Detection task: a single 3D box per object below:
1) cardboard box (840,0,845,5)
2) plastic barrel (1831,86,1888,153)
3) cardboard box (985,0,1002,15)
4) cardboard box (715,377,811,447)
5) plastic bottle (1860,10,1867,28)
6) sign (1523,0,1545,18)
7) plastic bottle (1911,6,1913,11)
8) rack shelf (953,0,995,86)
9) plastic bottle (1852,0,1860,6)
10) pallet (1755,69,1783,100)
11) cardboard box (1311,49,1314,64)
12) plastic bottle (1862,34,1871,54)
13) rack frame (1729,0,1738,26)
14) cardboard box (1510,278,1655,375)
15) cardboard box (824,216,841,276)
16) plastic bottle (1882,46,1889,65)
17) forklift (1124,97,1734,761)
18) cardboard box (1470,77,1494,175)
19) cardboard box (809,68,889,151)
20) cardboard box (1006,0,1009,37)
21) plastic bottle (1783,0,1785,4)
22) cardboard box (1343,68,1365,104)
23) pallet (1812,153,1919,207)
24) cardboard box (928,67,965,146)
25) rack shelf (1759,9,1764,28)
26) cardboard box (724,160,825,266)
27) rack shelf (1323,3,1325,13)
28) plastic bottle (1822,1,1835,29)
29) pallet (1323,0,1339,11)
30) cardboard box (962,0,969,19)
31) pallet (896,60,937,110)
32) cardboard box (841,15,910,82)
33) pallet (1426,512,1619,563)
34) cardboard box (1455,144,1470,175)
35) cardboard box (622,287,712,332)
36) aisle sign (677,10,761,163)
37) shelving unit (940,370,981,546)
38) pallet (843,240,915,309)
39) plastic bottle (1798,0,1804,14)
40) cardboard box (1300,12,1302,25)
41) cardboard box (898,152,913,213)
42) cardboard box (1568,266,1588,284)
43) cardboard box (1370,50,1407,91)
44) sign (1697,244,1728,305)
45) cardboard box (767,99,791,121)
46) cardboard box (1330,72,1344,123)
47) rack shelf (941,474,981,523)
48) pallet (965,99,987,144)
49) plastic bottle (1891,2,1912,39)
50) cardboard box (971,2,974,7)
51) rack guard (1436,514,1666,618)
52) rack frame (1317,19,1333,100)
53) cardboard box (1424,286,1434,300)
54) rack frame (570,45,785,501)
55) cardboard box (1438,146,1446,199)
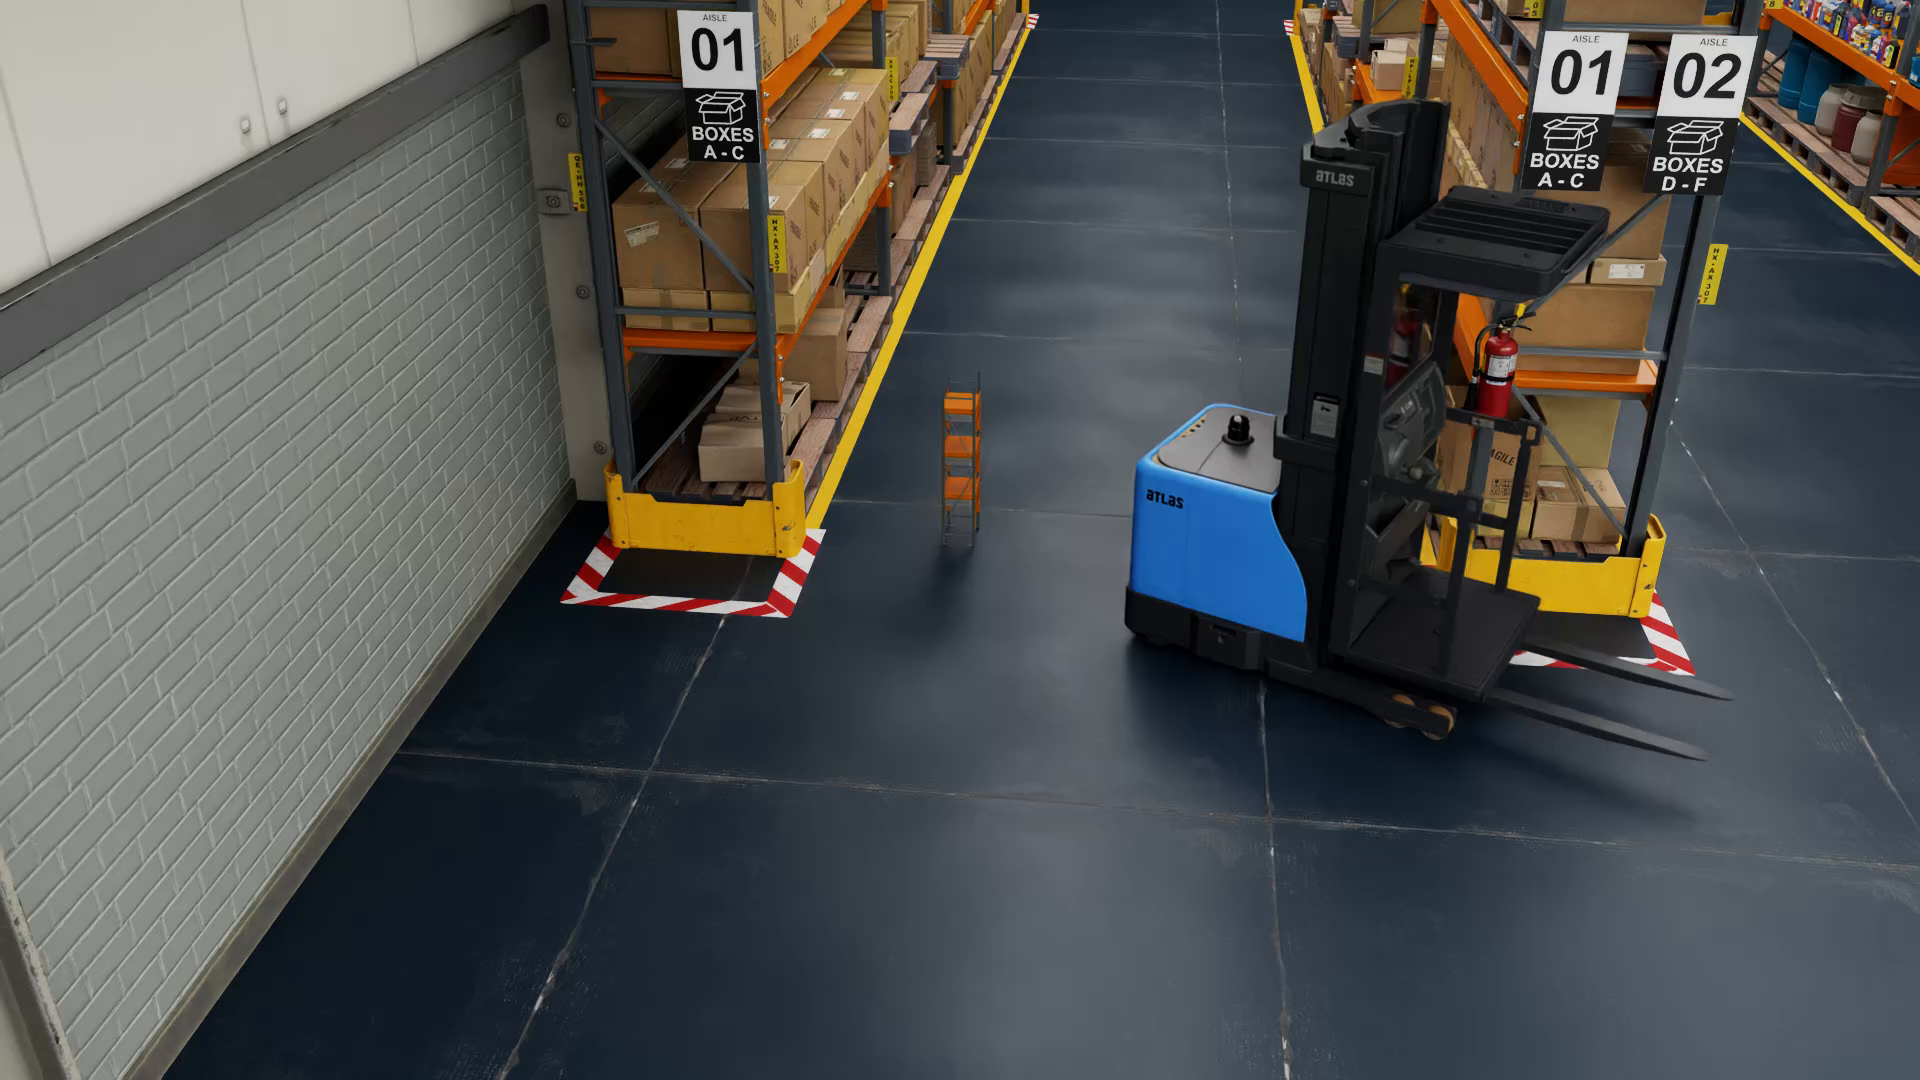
[{"bbox_3d":[-0.987,-3.792,10.836,0.500,0.500,0.500,2,28,4],"label":"cardboard box"},{"bbox_3d":[9.439,-4.364,17.287,0.600,0.588,0.708,3,28,6],"label":"plastic barrel"},{"bbox_3d":[0.332,-6.803,21.224,0.380,0.149,0.250,4,29,8],"label":"cardboard box"},{"bbox_3d":[-1.311,-0.887,11.104,0.500,0.311,0.500,6,29,10],"label":"cardboard box"},{"bbox_3d":[9.189,-5.258,16.971,0.061,0.283,0.133,3,28,6],"label":"plastic bottle"},{"bbox_3d":[2.825,-2.715,8.115,0.100,0.325,0.005,3,28,6],"label":"sign"},{"bbox_3d":[9.825,-5.369,17.105,0.144,0.351,0.185,3,28,6],"label":"plastic bottle"},{"bbox_3d":[-0.330,-5.678,18.386,1.077,0.370,4.000,3,28,6],"label":"rack shelf"},{"bbox_3d":[9.817,-5.896,18.083,0.144,0.351,0.185,3,28,6],"label":"plastic bottle"},{"bbox_3d":[9.799,-5.481,20.202,1.003,0.211,1.213,3,28,6],"label":"pallet"},{"bbox_3d":[4.607,-6.054,20.866,0.380,0.149,0.250,3,28,6],"label":"cardboard box"},{"bbox_3d":[8.980,-4.905,16.401,0.097,0.201,0.097,0,28,0],"label":"plastic bottle"},{"bbox_3d":[10.238,-8.244,22.389,1.000,3.000,0.127,3,28,6],"label":"rack frame"},{"bbox_3d":[3.431,-1.265,9.330,0.700,0.500,0.500,3,28,6],"label":"cardboard box"},{"bbox_3d":[-1.063,-1.927,10.800,0.500,0.250,0.500,3,28,5],"label":"cardboard box"},{"bbox_3d":[8.916,-4.659,15.944,0.097,0.201,0.097,0,28,0],"label":"plastic bottle"},{"bbox_3d":[2.431,-0.573,8.223,3.031,2.935,1.130,17,33,28],"label":"forklift"},{"bbox_3d":[3.619,-2.582,10.406,0.700,0.500,0.500,3,28,6],"label":"cardboard box"},{"bbox_3d":[-0.816,-3.203,12.379,0.500,0.500,0.500,3,28,6],"label":"cardboard box"},{"bbox_3d":[0.296,-7.096,22.452,0.700,0.500,0.500,2,28,5],"label":"cardboard box"},{"bbox_3d":[9.279,-6.162,18.647,0.061,0.283,0.133,3,28,6],"label":"plastic bottle"},{"bbox_3d":[4.226,-4.671,17.139,0.500,0.250,0.500,4,29,8],"label":"cardboard box"},{"bbox_3d":[9.313,-3.624,16.754,1.003,0.211,1.213,3,28,6],"label":"pallet"},{"bbox_3d":[-0.355,-4.631,17.506,0.750,0.750,0.750,3,28,6],"label":"cardboard box"},{"bbox_3d":[9.993,-6.985,20.812,1.077,0.370,4.000,3,28,6],"label":"rack shelf"},{"bbox_3d":[-1.128,-2.000,10.146,0.500,0.500,0.500,3,29,6],"label":"cardboard box"},{"bbox_3d":[5.077,-7.275,21.350,1.077,0.370,4.000,3,28,6],"label":"rack shelf"},{"bbox_3d":[9.129,-5.510,17.451,0.097,0.271,0.097,0,28,0],"label":"plastic bottle"},{"bbox_3d":[4.626,-6.196,18.791,1.003,0.211,1.213,3,28,6],"label":"pallet"},{"bbox_3d":[-0.188,-5.697,17.222,0.500,0.500,0.500,4,29,8],"label":"cardboard box"},{"bbox_3d":[-0.777,-4.035,14.779,1.003,0.211,1.213,3,28,6],"label":"pallet"},{"bbox_3d":[-0.844,-4.220,14.352,0.700,0.500,0.500,7,29,13],"label":"cardboard box"},{"bbox_3d":[3.414,-0.137,10.281,1.003,0.211,1.213,3,28,6],"label":"pallet"},{"bbox_3d":[3.473,-2.492,10.924,0.380,0.149,0.250,3,28,5],"label":"cardboard box"},{"bbox_3d":[-1.690,-1.462,9.938,0.500,0.250,0.500,4,29,7],"label":"cardboard box"},{"bbox_3d":[-1.266,-2.381,8.766,0.394,0.787,0.004,3,28,6],"label":"aisle sign"},{"bbox_3d":[0.007,-0.487,10.048,0.215,1.050,0.252,3,28,6],"label":"shelving unit"},{"bbox_3d":[-0.971,-2.310,14.315,1.003,0.211,1.213,3,28,6],"label":"pallet"},{"bbox_3d":[9.226,-5.883,18.143,0.097,0.271,0.097,0,28,0],"label":"plastic bottle"},{"bbox_3d":[4.899,-7.185,22.947,0.380,0.166,0.250,3,28,6],"label":"cardboard box"},{"bbox_3d":[-0.823,-3.334,15.447,0.700,0.500,0.500,3,28,6],"label":"cardboard box"},{"bbox_3d":[3.219,-1.522,9.124,0.380,0.149,0.250,3,28,5],"label":"cardboard box"},{"bbox_3d":[4.040,-4.318,15.197,0.500,0.311,0.500,3,28,6],"label":"cardboard box"},{"bbox_3d":[3.912,-1.383,8.658,0.100,0.325,0.005,3,28,6],"label":"sign"},{"bbox_3d":[-1.464,-2.757,11.551,0.500,0.500,0.500,4,29,8],"label":"cardboard box"},{"bbox_3d":[4.345,-4.806,18.179,0.500,0.500,0.500,2,28,4],"label":"cardboard box"},{"bbox_3d":[0.007,-0.233,10.185,0.215,0.259,0.240,3,28,6],"label":"rack shelf"},{"bbox_3d":[-0.252,-4.765,18.873,1.003,0.211,1.213,3,28,6],"label":"pallet"},{"bbox_3d":[9.657,-5.314,17.004,0.144,0.351,0.185,3,28,6],"label":"plastic bottle"},{"bbox_3d":[-0.045,-6.064,18.586,0.380,0.149,0.250,3,28,5],"label":"cardboard box"},{"bbox_3d":[3.359,0.110,9.519,1.175,0.500,0.348,3,28,6],"label":"rack guard"},{"bbox_3d":[4.832,-6.650,19.432,1.000,3.000,0.127,3,28,6],"label":"rack frame"},{"bbox_3d":[3.362,-1.518,11.571,0.500,0.500,0.500,3,28,6],"label":"cardboard box"},{"bbox_3d":[-1.555,-1.288,9.478,1.000,3.000,0.127,3,28,6],"label":"rack frame"},{"bbox_3d":[3.804,-2.719,12.030,0.700,0.500,0.500,3,28,5],"label":"cardboard box"}]
